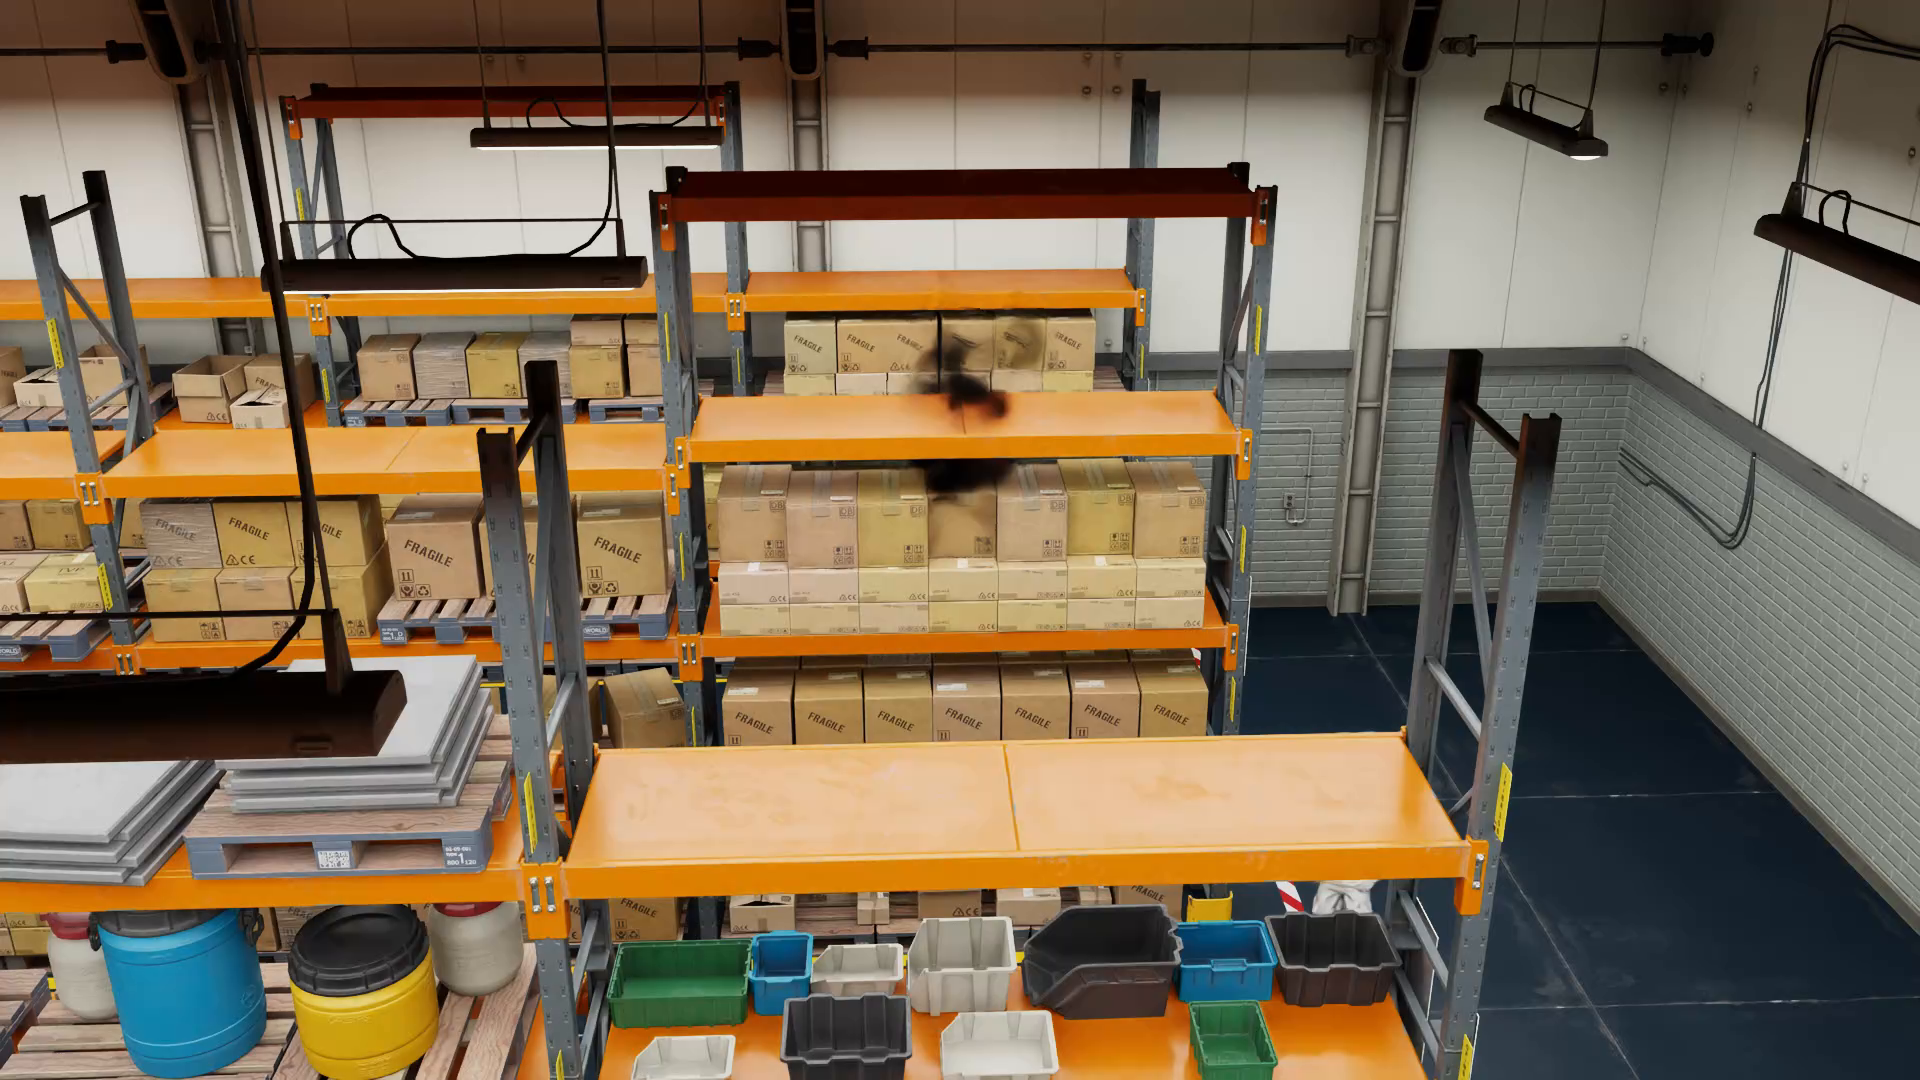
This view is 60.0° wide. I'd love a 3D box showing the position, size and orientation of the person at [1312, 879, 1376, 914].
[{"bbox_3d":[2.799,2.451,12.142,0.667,1.692,0.552,12,25,28],"label":"person"}]
